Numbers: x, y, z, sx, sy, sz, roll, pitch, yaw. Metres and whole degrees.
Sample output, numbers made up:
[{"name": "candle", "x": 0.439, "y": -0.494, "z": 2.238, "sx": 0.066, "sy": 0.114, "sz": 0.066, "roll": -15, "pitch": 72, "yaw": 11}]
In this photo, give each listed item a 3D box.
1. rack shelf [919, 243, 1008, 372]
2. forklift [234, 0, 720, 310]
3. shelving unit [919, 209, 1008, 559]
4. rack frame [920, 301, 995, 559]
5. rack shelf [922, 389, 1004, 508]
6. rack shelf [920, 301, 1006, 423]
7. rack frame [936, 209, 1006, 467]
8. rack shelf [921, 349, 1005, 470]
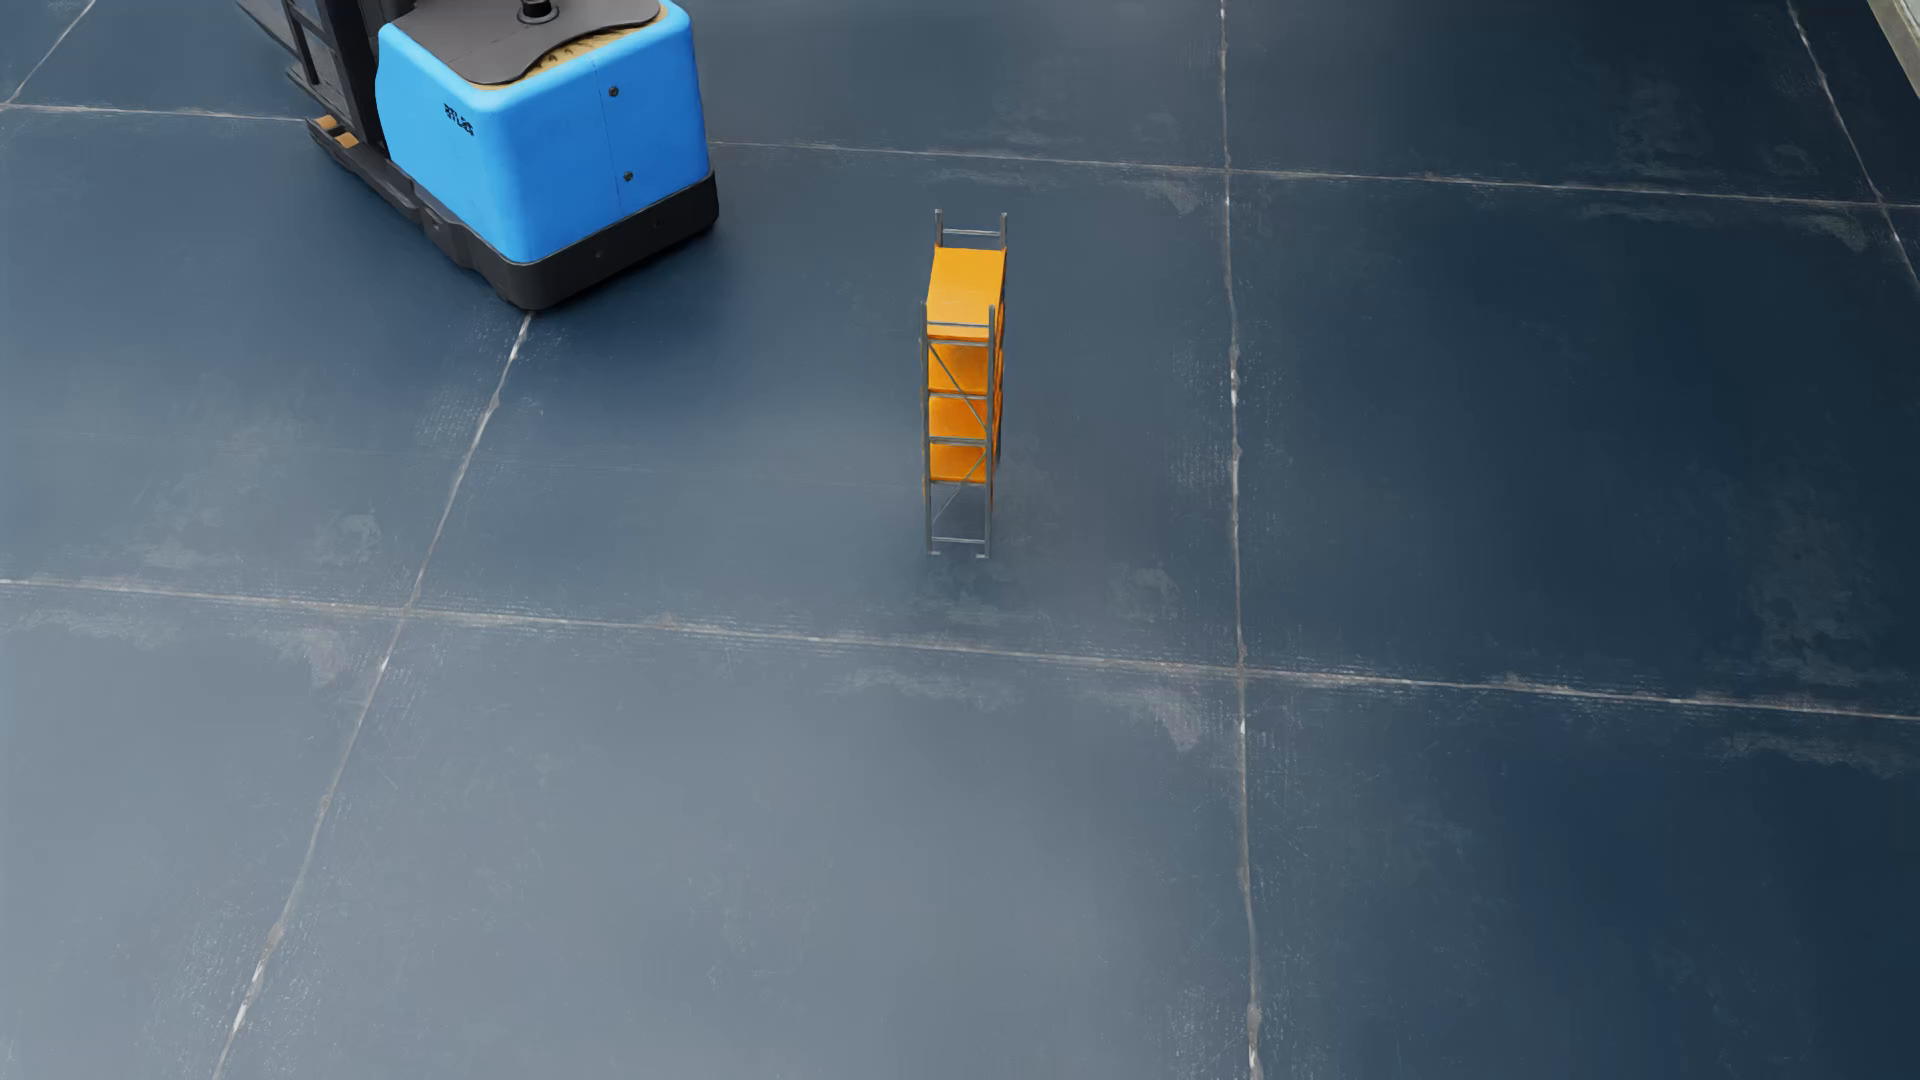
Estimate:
[{"name": "rack shelf", "x": 0.015, "y": -0.792, "z": 5.629, "sx": 0.258, "sy": 0.148, "sz": 0.480, "roll": 4, "pitch": 48, "yaw": 4}, {"name": "forklift", "x": -2.449, "y": -2.967, "z": 6.978, "sx": 1.130, "sy": 2.935, "sz": 3.031, "roll": -34, "pitch": 56, "yaw": -27}, {"name": "shelving unit", "x": 0.015, "y": -0.527, "z": 5.919, "sx": 0.258, "sy": 1.200, "sz": 0.503, "roll": 4, "pitch": 48, "yaw": 4}, {"name": "rack frame", "x": -0.007, "y": -0.347, "z": 5.755, "sx": 0.240, "sy": 1.200, "sz": 0.015, "roll": 4, "pitch": 48, "yaw": 4}, {"name": "rack shelf", "x": 0.015, "y": -0.347, "z": 6.115, "sx": 0.258, "sy": 0.148, "sz": 0.480, "roll": 4, "pitch": 48, "yaw": 4}, {"name": "rack shelf", "x": 0.015, "y": -0.632, "z": 5.803, "sx": 0.258, "sy": 0.148, "sz": 0.480, "roll": 4, "pitch": 48, "yaw": 4}, {"name": "rack frame", "x": 0.037, "y": -0.706, "z": 6.083, "sx": 0.240, "sy": 1.200, "sz": 0.015, "roll": 4, "pitch": 48, "yaw": 4}, {"name": "rack shelf", "x": 0.015, "y": -0.481, "z": 5.968, "sx": 0.258, "sy": 0.148, "sz": 0.480, "roll": 4, "pitch": 48, "yaw": 4}]
